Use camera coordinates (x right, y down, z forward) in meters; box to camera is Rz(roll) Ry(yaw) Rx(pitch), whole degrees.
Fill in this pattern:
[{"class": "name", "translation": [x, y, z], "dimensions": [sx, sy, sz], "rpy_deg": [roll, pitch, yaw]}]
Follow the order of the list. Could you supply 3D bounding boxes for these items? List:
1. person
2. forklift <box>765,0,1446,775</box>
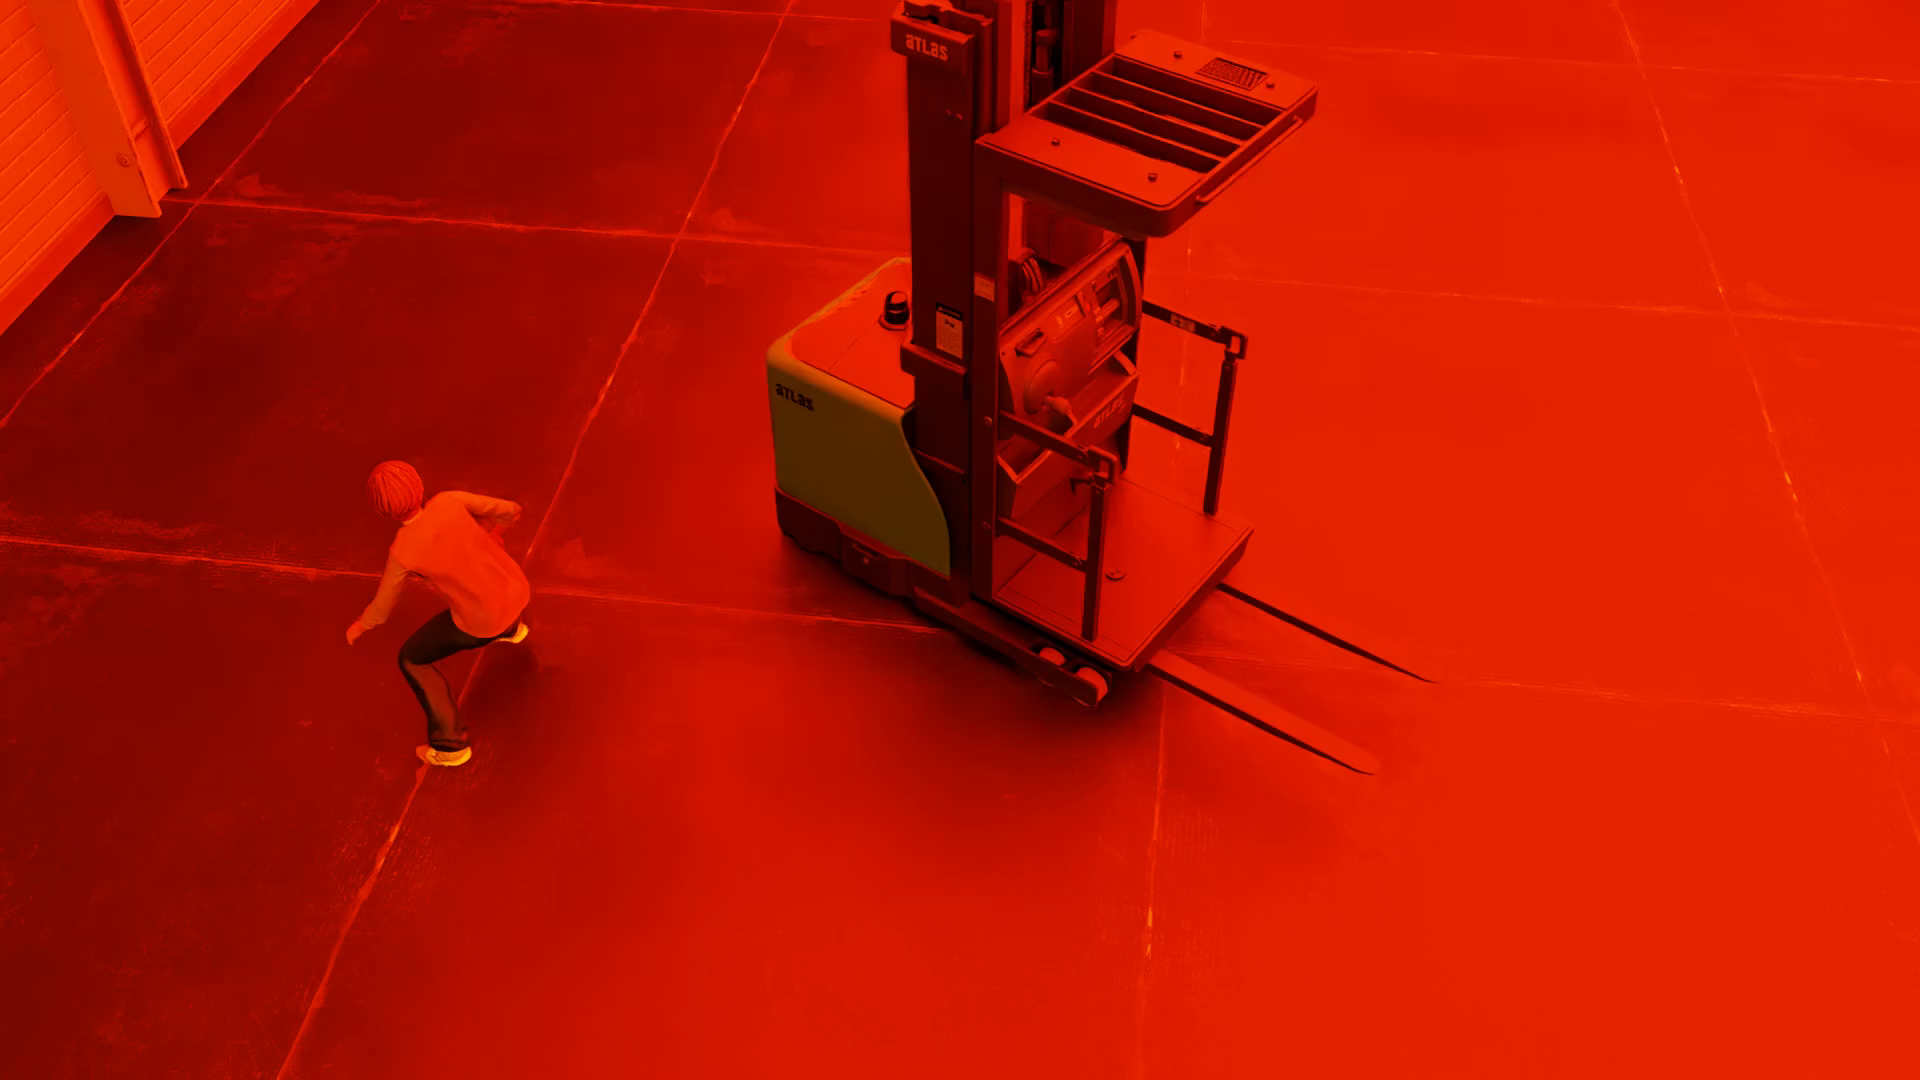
[{"class": "person", "translation": [-2.063, 0.220, 6.684], "dimensions": [0.603, 1.384, 0.722], "rpy_deg": [20, 46, 20]}, {"class": "forklift", "translation": [0.618, -0.781, 6.574], "dimensions": [3.031, 2.935, 1.130], "rpy_deg": [27, 49, 26]}]
